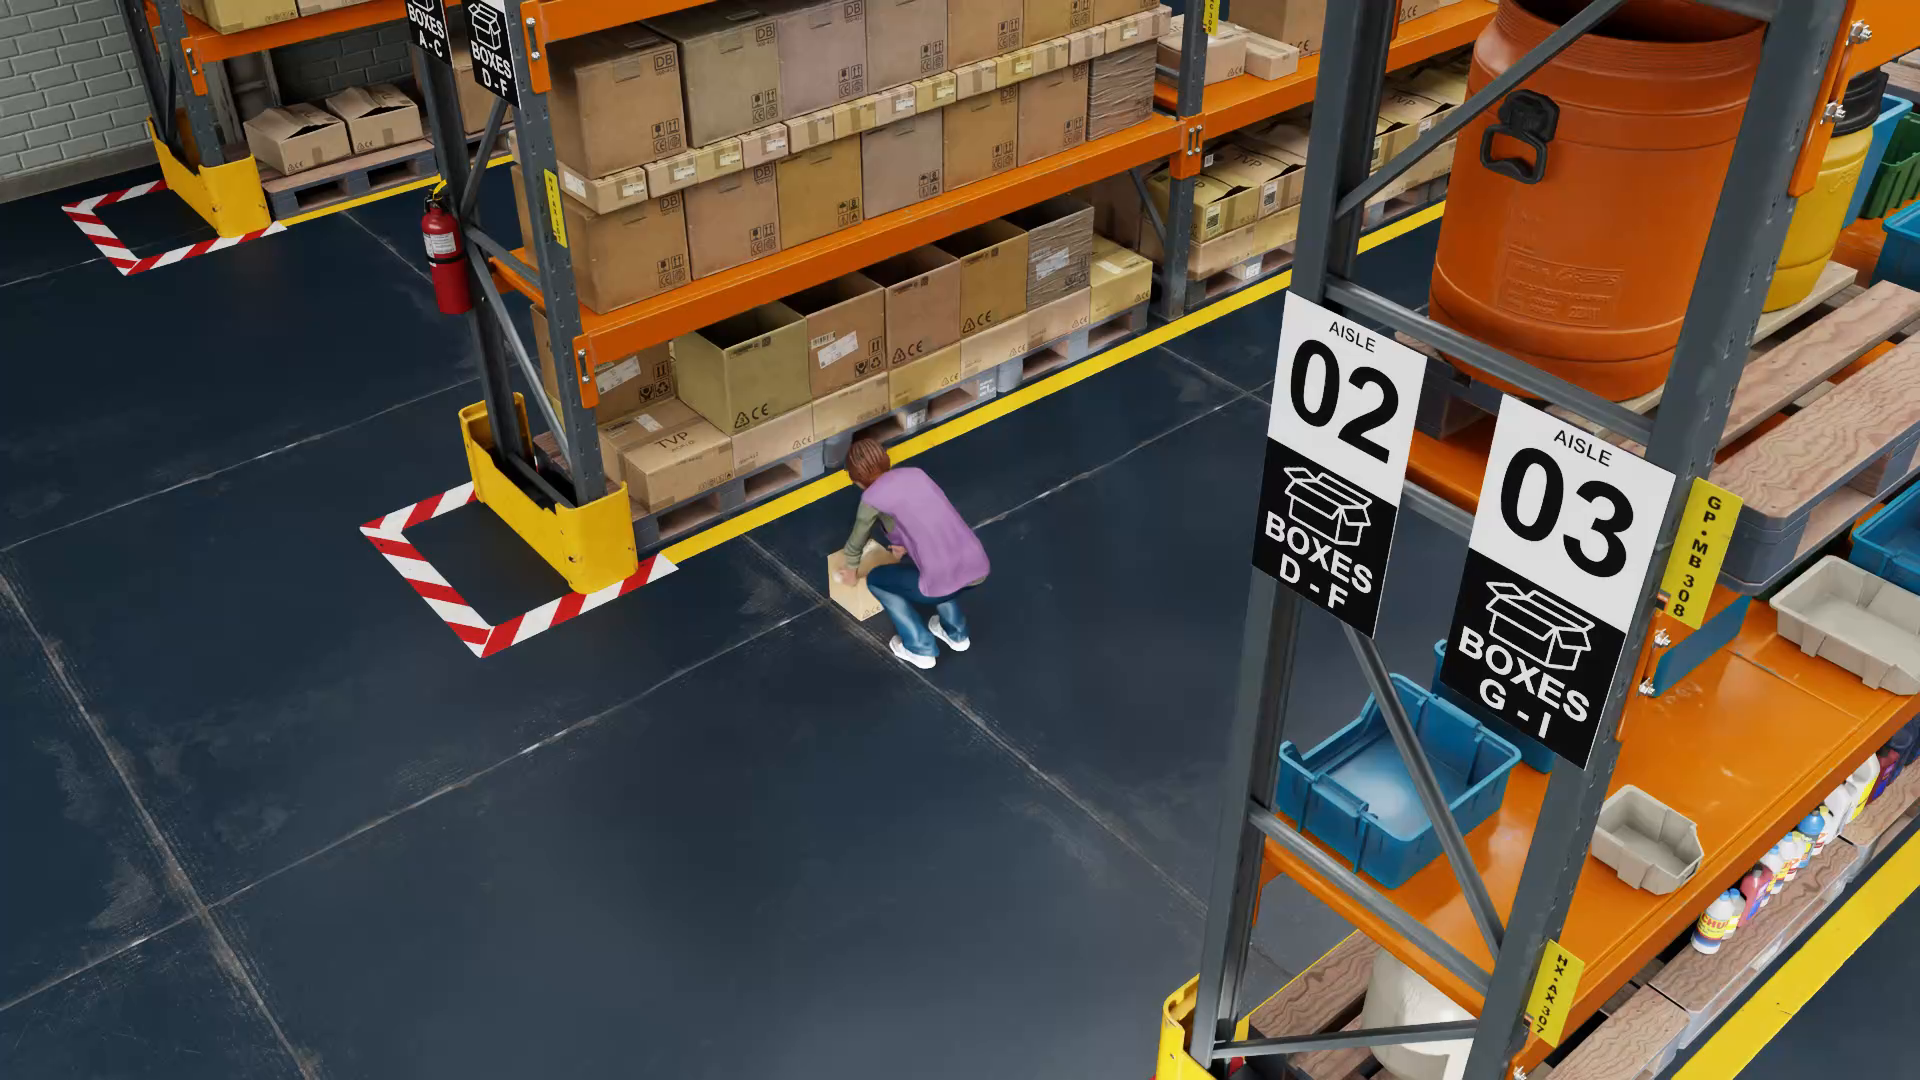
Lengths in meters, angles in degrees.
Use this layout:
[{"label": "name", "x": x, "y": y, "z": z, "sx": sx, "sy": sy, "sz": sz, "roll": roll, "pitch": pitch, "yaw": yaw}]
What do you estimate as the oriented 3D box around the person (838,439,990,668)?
[{"label": "person", "x": -0.215, "y": 0.084, "z": 7.505, "sx": 0.454, "sy": 0.963, "sz": 0.780, "roll": -27, "pitch": 44, "yaw": -31}]
